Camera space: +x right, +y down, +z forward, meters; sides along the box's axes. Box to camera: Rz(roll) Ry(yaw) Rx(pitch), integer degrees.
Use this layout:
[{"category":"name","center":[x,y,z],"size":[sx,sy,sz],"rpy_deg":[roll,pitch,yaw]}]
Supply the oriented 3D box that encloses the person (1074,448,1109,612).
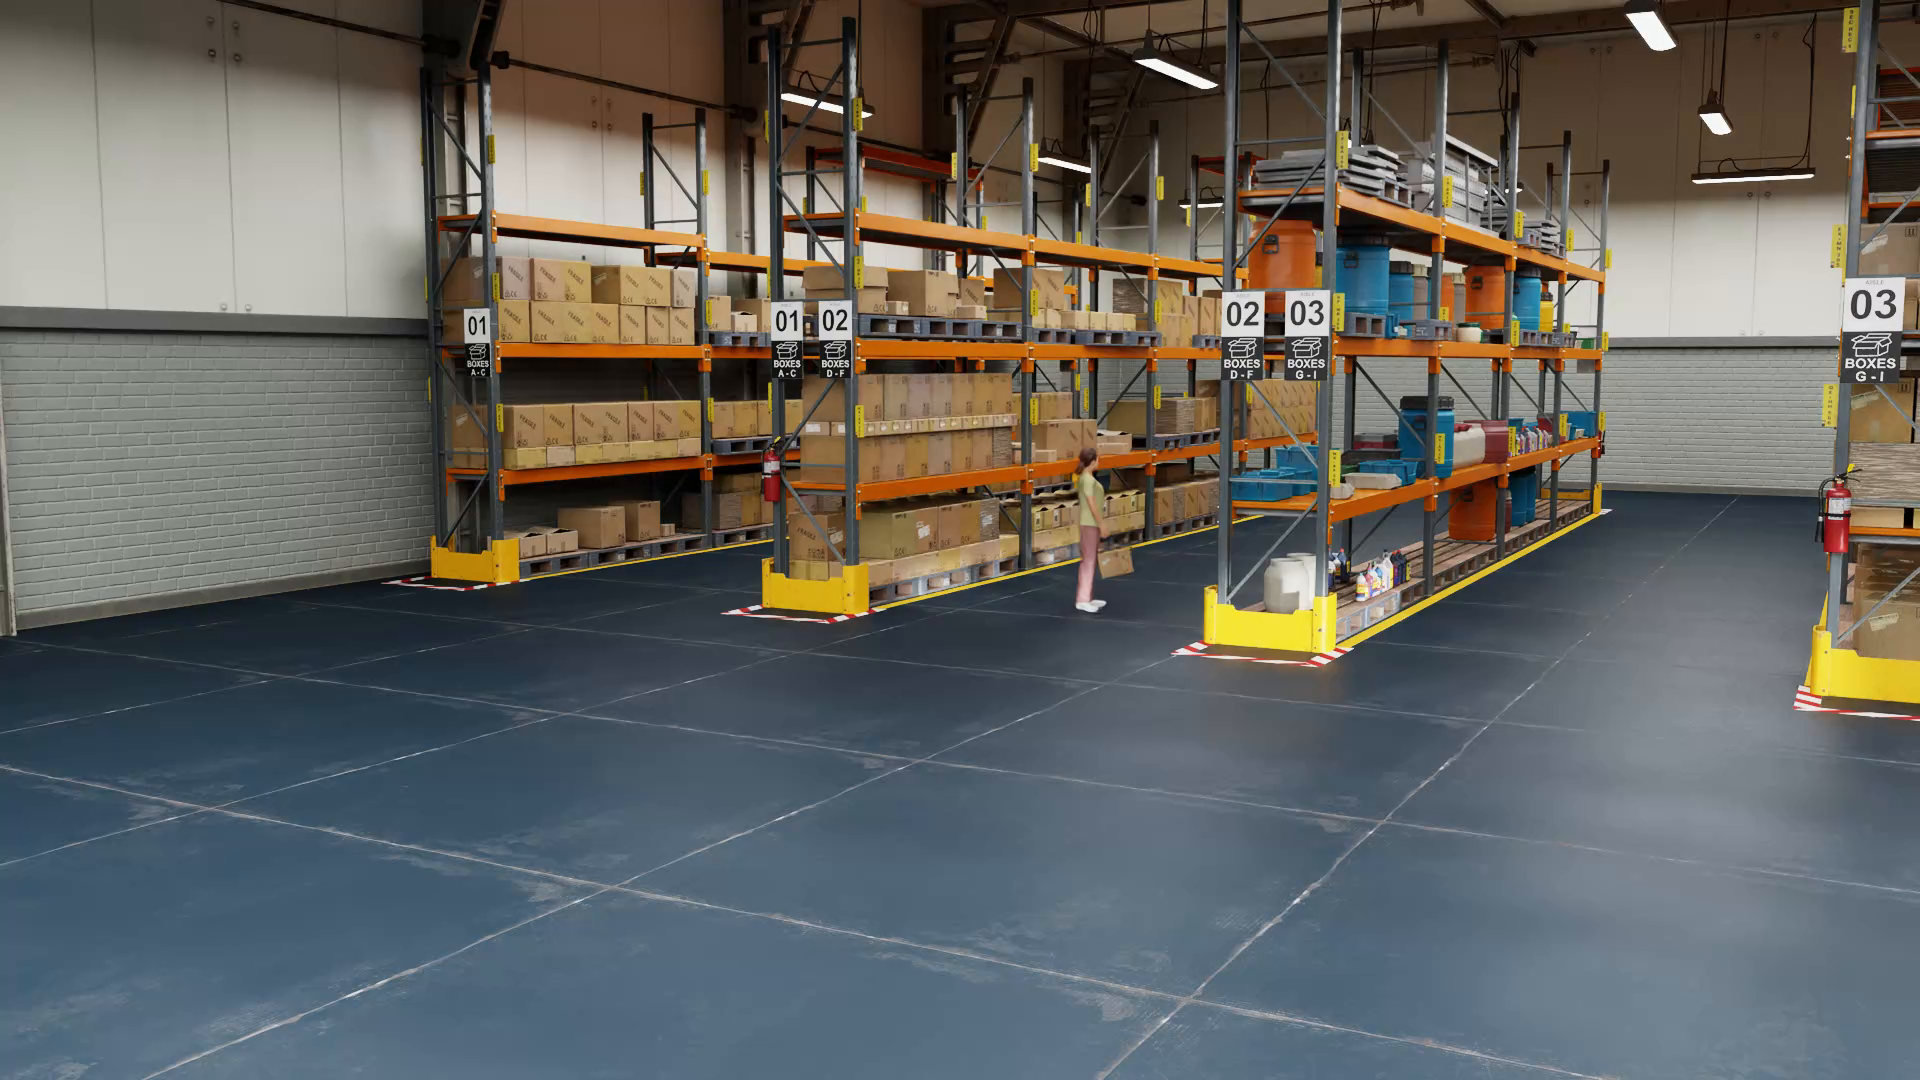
[{"category":"person","center":[1.356,-0.116,17.312],"size":[0.369,1.677,0.564],"rpy_deg":[0,6,-3]}]
